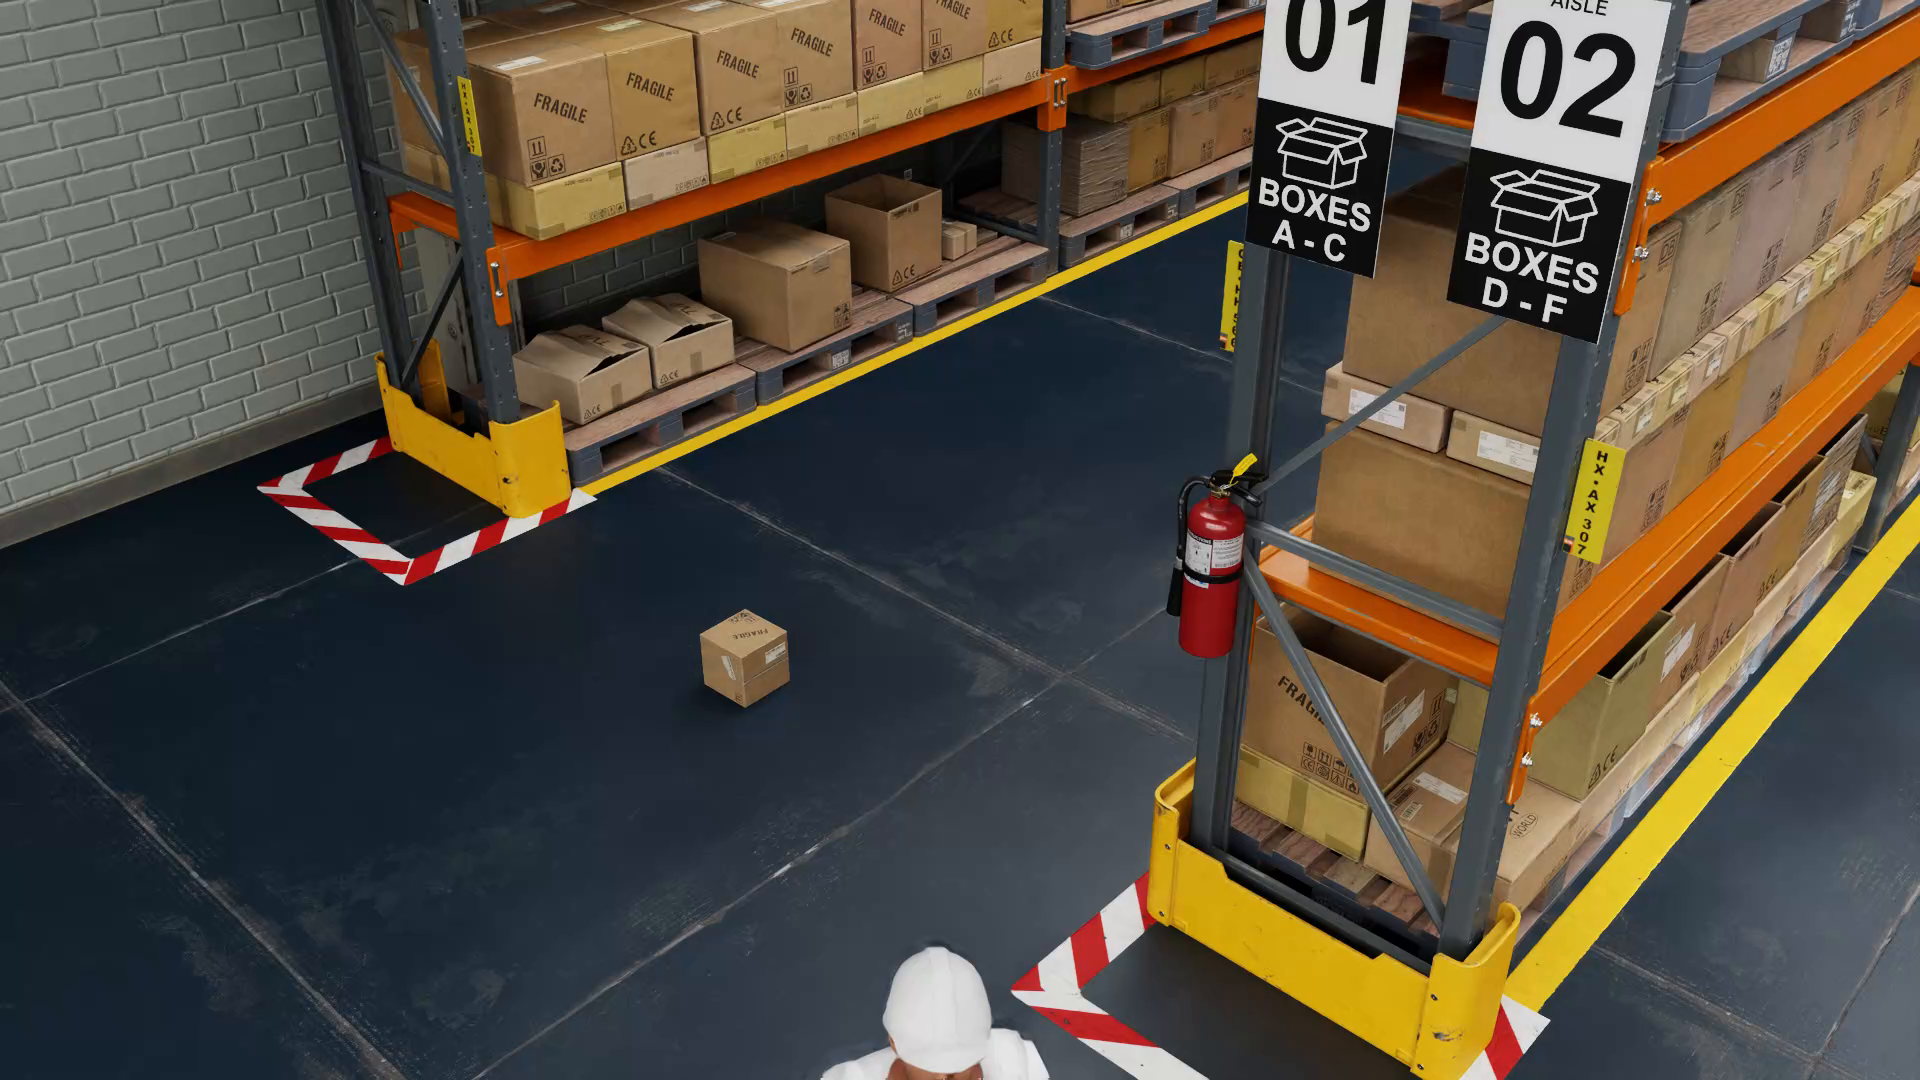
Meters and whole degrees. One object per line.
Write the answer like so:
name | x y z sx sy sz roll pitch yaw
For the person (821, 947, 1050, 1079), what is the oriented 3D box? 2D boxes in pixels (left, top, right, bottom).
person | -0.056 1.589 3.484 0.601 1.722 1.032 -5 32 -8
